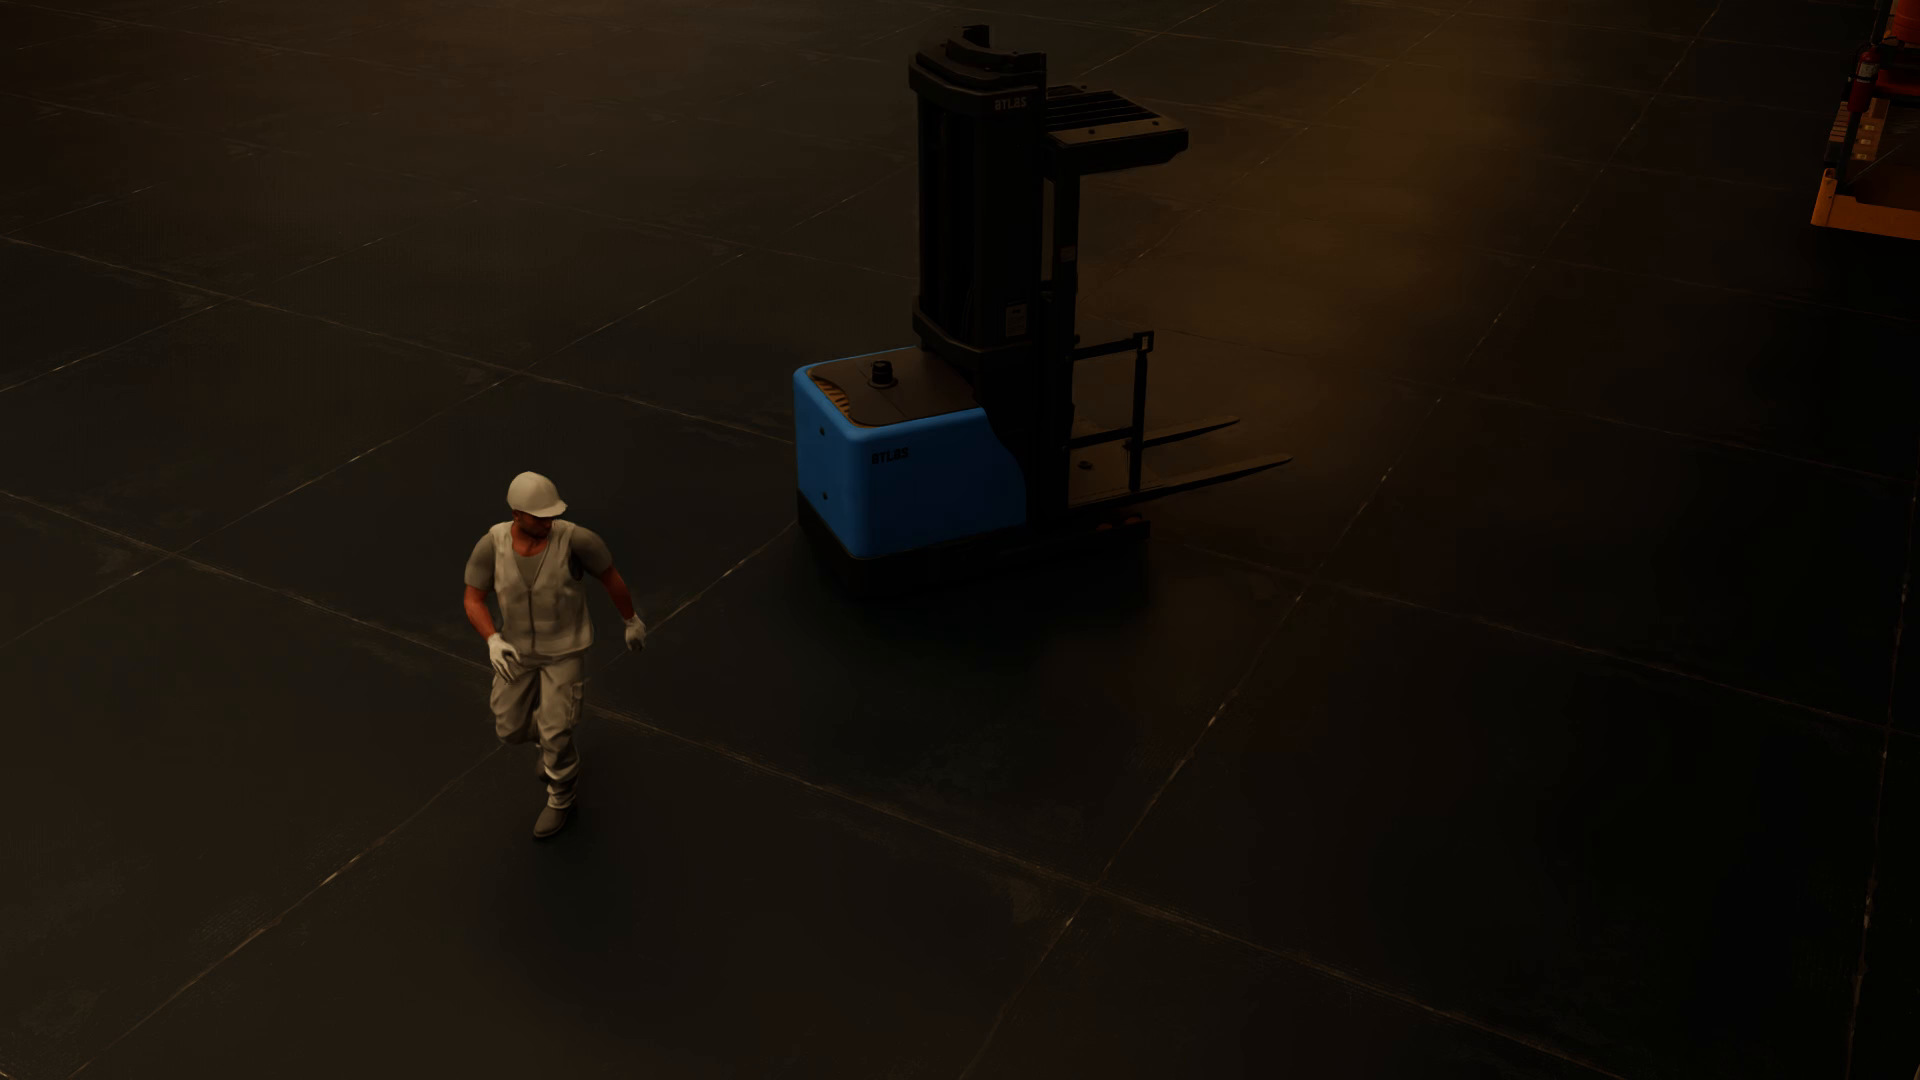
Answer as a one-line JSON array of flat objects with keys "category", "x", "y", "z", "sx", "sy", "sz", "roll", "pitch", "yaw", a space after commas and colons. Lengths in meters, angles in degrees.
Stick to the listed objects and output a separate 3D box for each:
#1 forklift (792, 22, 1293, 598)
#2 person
[{"category": "forklift", "x": 0.580, "y": -1.427, "z": 9.543, "sx": 3.031, "sy": 2.935, "sz": 1.130, "roll": -13, "pitch": 32, "yaw": -21}, {"category": "person", "x": -1.825, "y": 0.490, "z": 7.435, "sx": 0.697, "sy": 1.724, "sz": 0.633, "roll": 5, "pitch": 30, "yaw": 9}]
